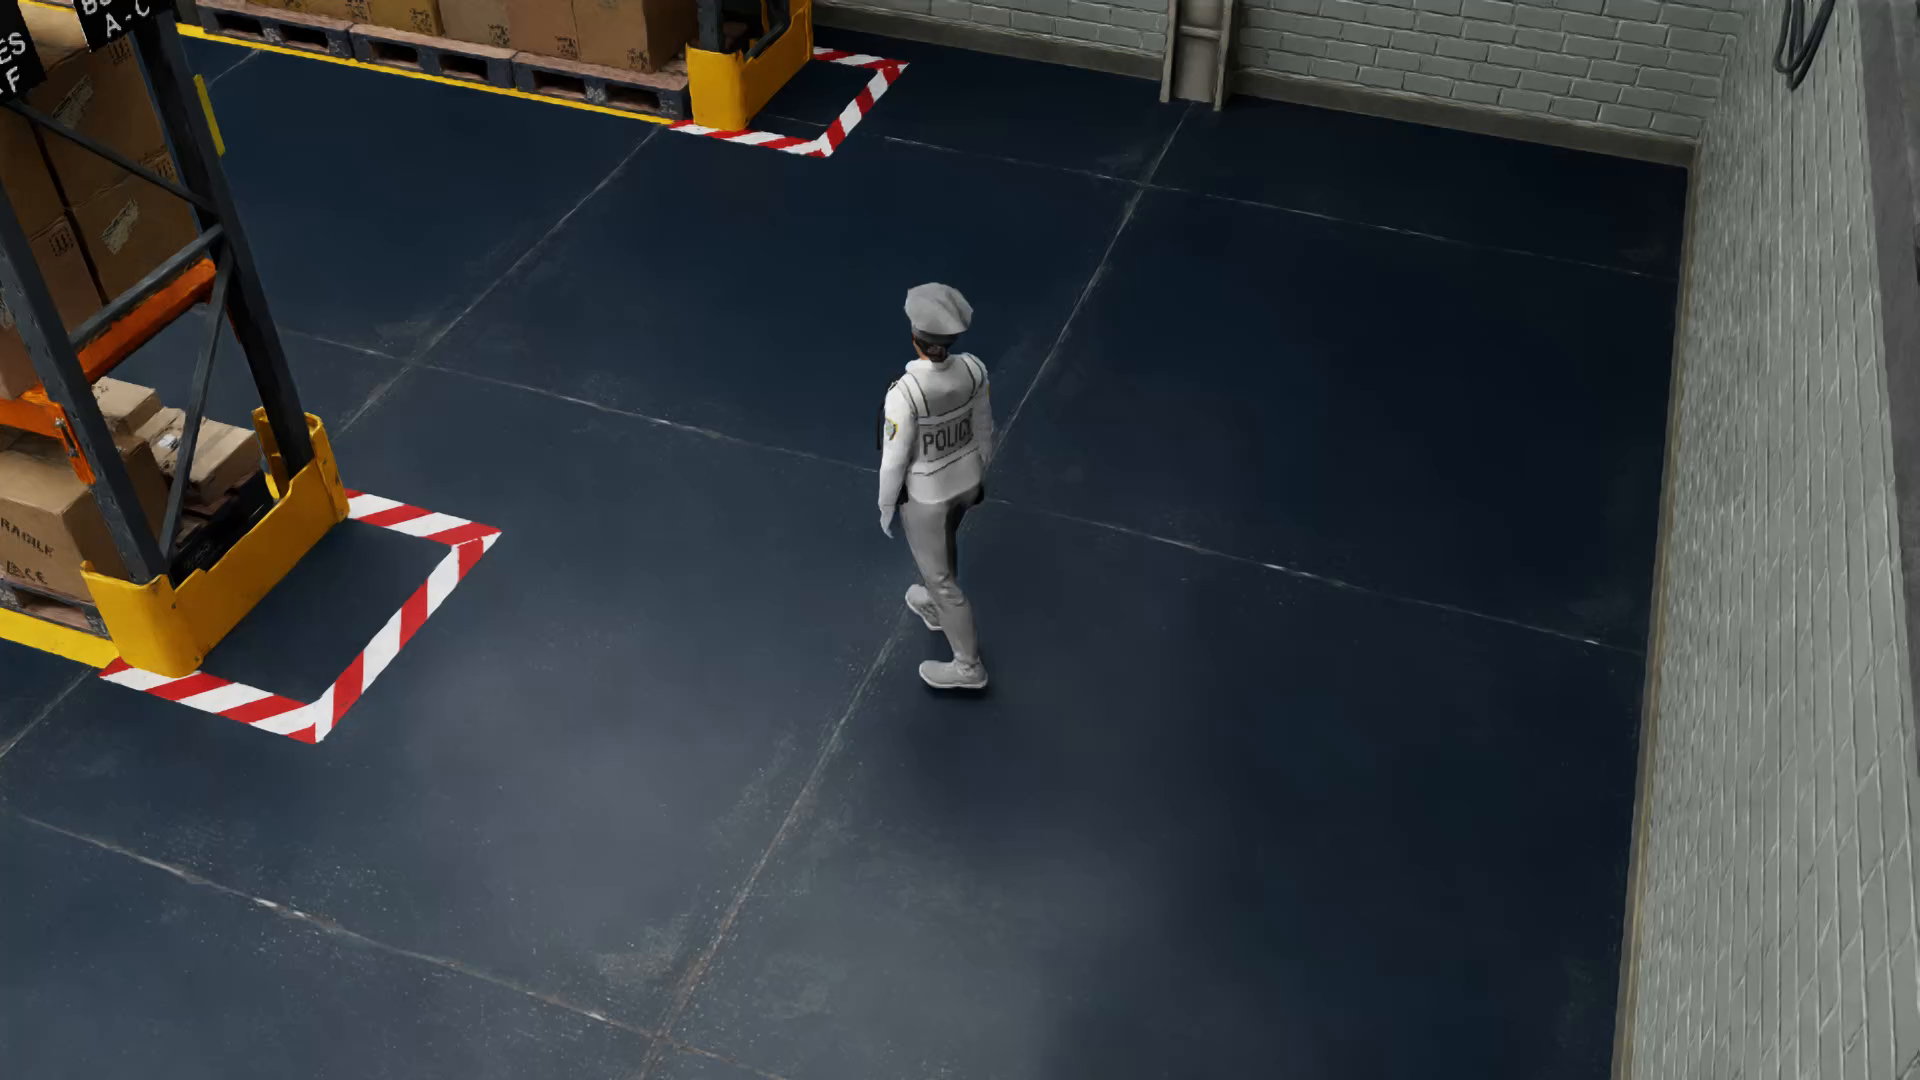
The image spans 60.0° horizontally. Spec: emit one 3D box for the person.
[{"bbox_3d":[-0.081,-0.182,6.354,0.503,1.668,0.657,-32,51,-30],"label":"person"}]
